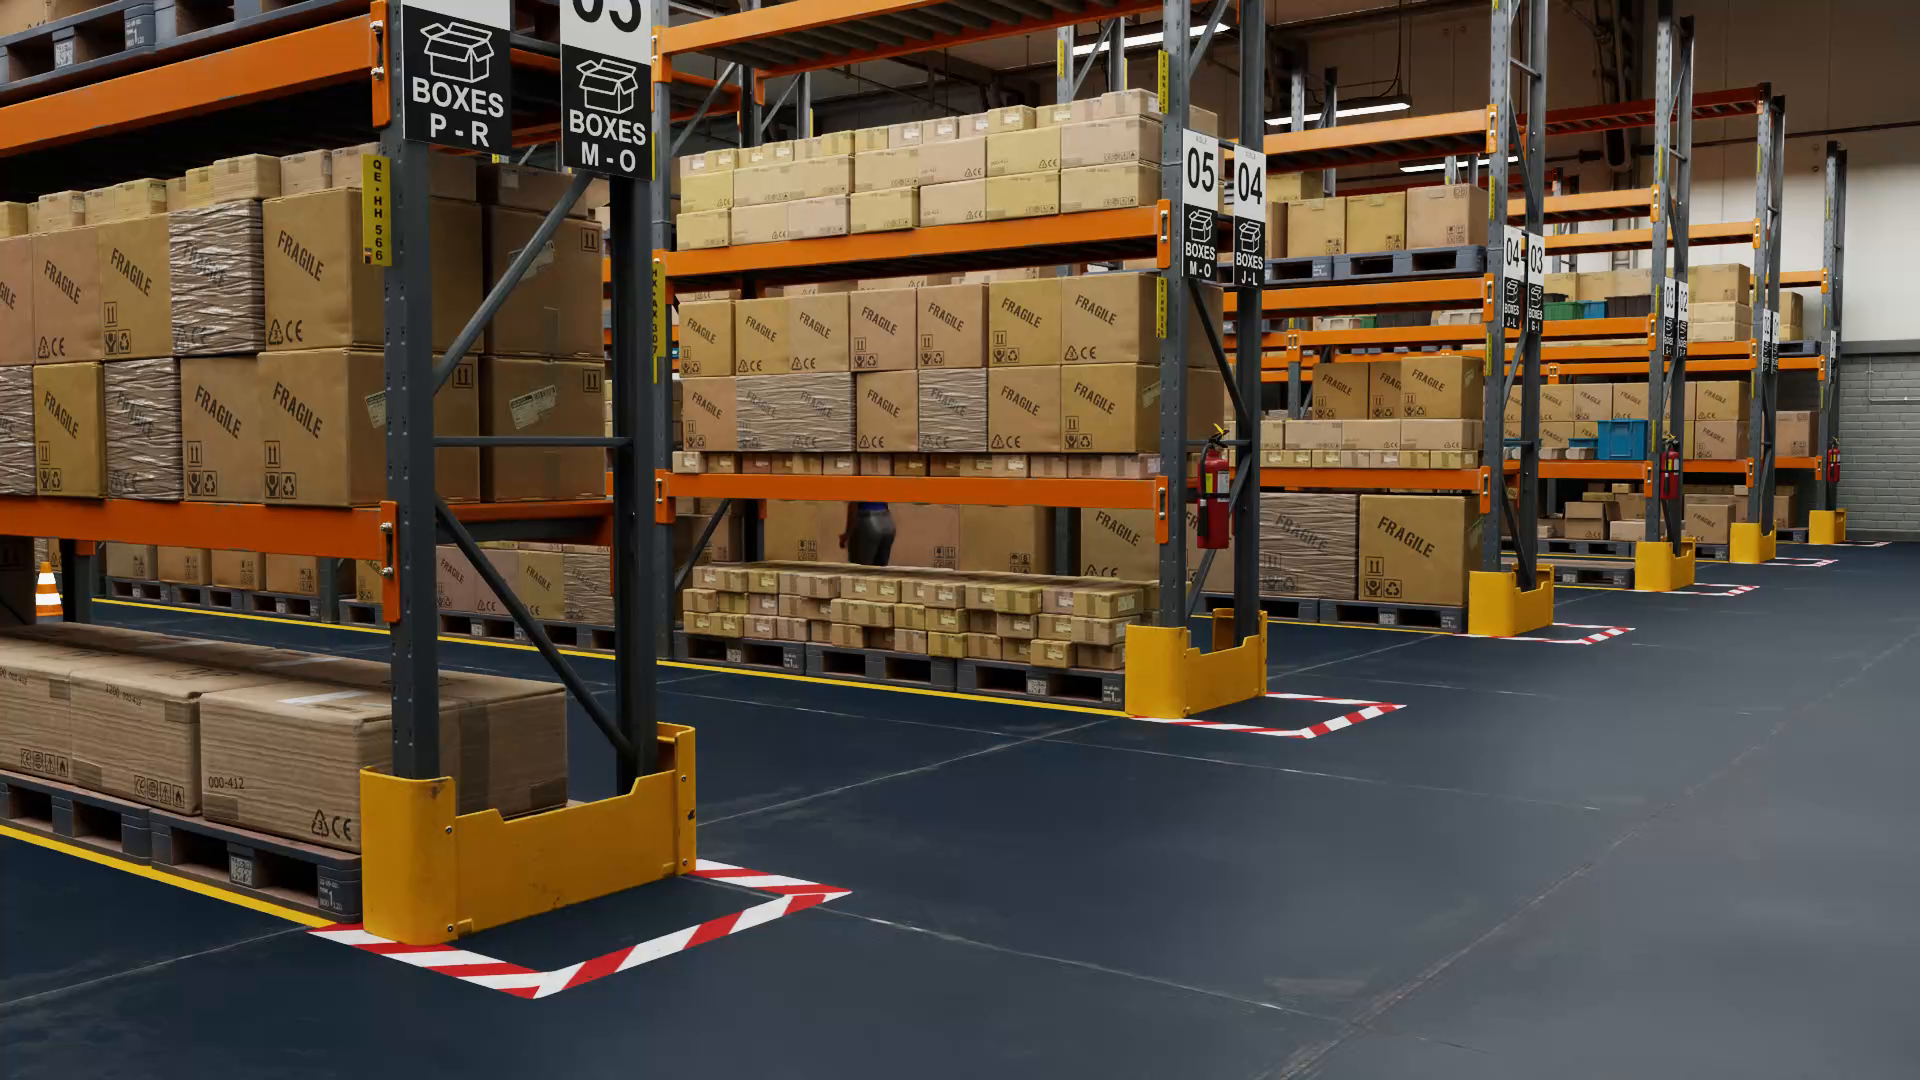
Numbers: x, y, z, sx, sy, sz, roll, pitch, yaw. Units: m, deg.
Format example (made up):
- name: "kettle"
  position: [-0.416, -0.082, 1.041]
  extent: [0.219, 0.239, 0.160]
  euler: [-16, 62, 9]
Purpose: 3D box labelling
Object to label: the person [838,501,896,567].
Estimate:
- name: "person"
  position: [-0.715, -0.053, 12.950]
  extent: [0.343, 1.631, 0.448]
  euler: [2, 4, 35]
